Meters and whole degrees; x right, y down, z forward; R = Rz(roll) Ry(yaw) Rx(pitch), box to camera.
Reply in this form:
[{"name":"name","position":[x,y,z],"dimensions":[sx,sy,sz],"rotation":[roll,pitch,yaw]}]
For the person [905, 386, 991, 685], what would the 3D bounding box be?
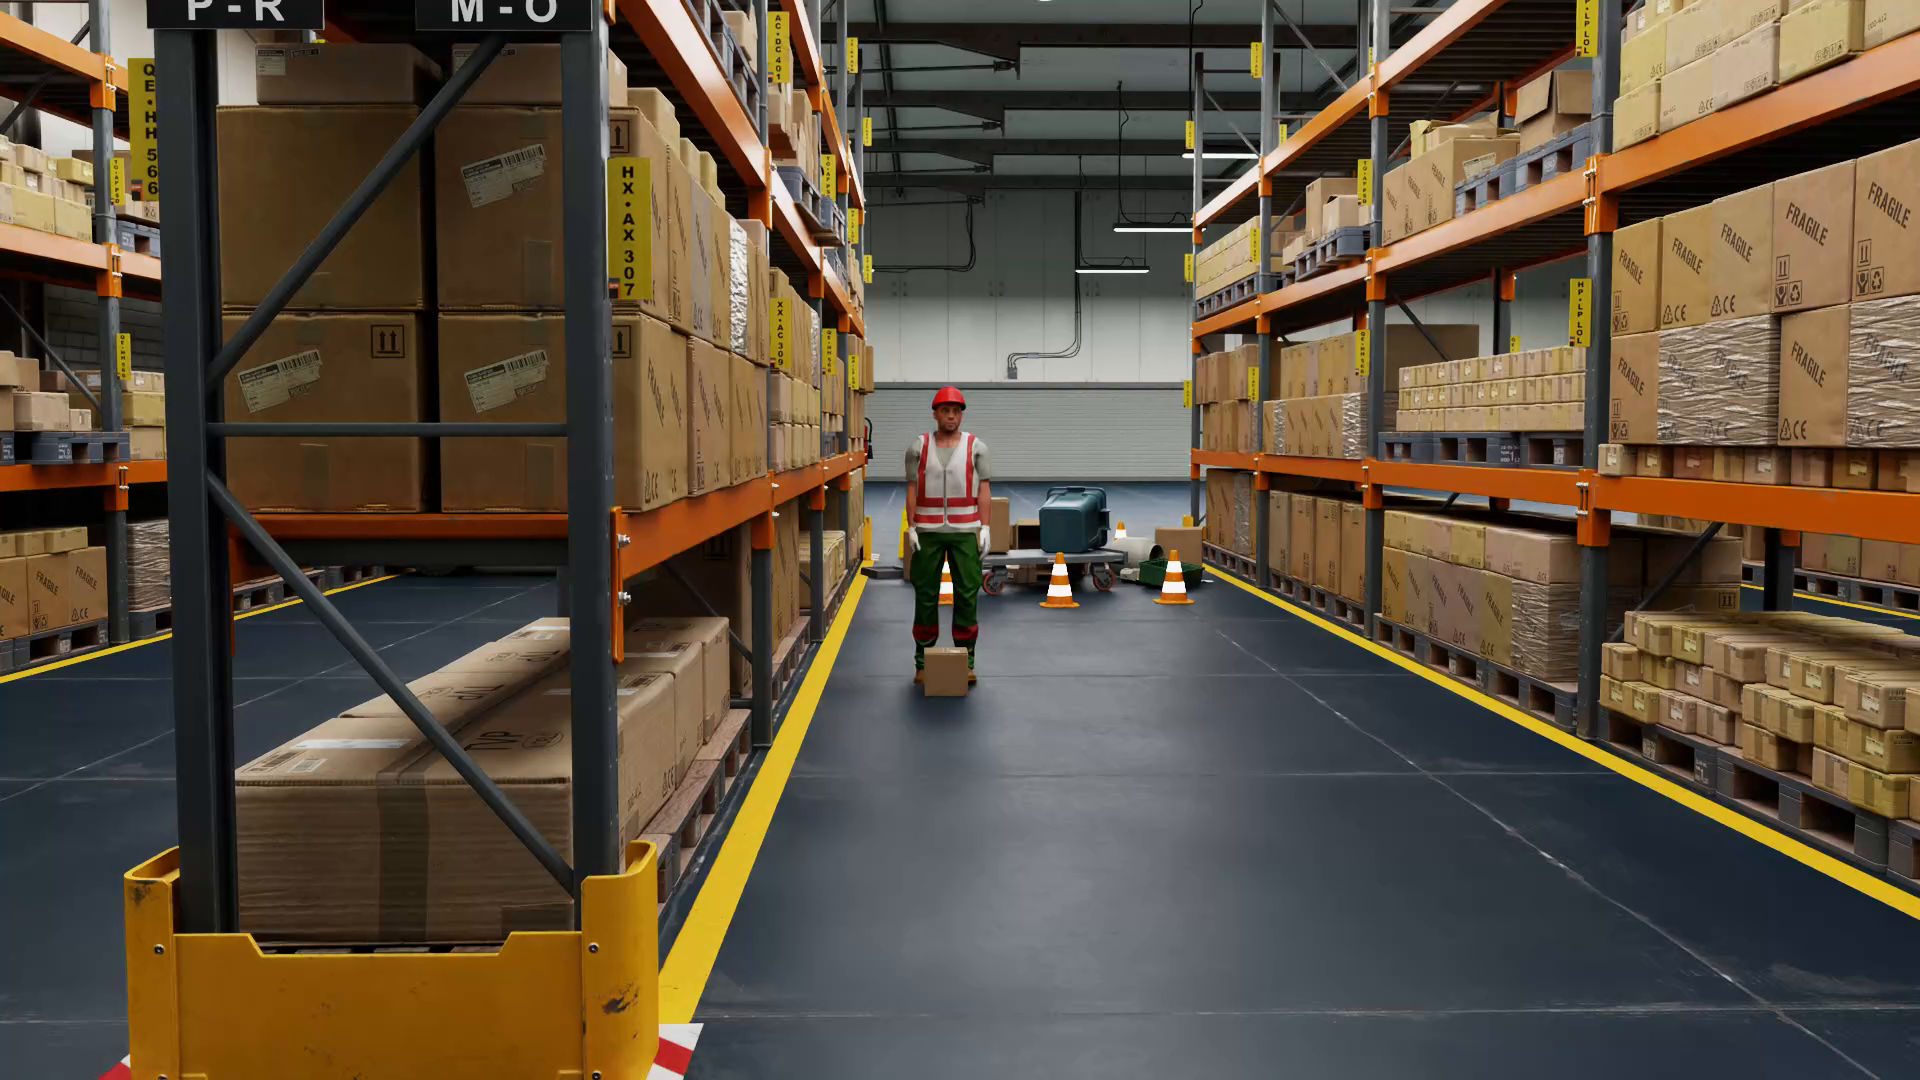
[{"name":"person","position":[-0.071,-0.028,10.034],"dimensions":[0.524,1.797,0.342],"rotation":[0,4,0]}]
